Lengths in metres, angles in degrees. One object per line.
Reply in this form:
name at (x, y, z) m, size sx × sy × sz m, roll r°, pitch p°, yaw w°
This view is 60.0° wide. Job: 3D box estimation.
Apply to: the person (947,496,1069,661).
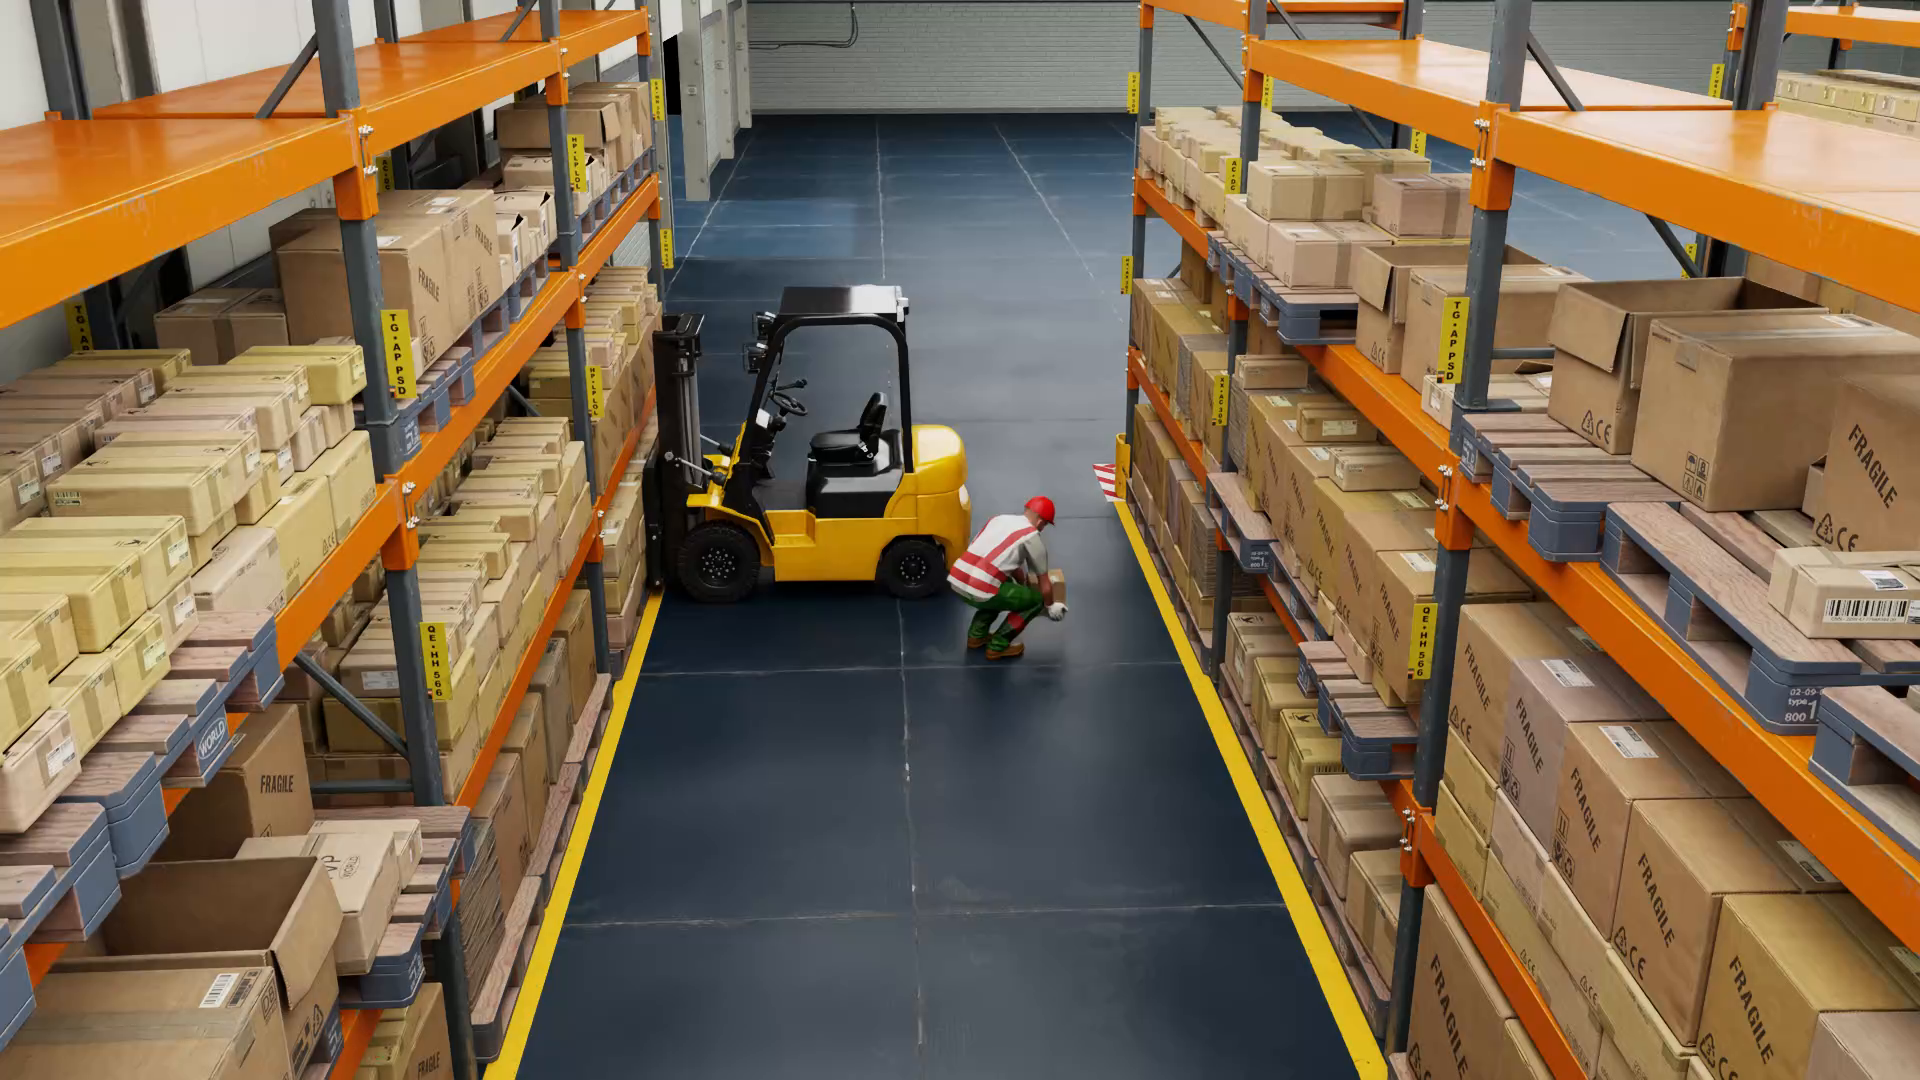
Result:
person at (0.319, 0.249, 11.478) m, size 0.877 × 1.026 × 0.575 m, roll -12°, pitch 24°, yaw -30°
